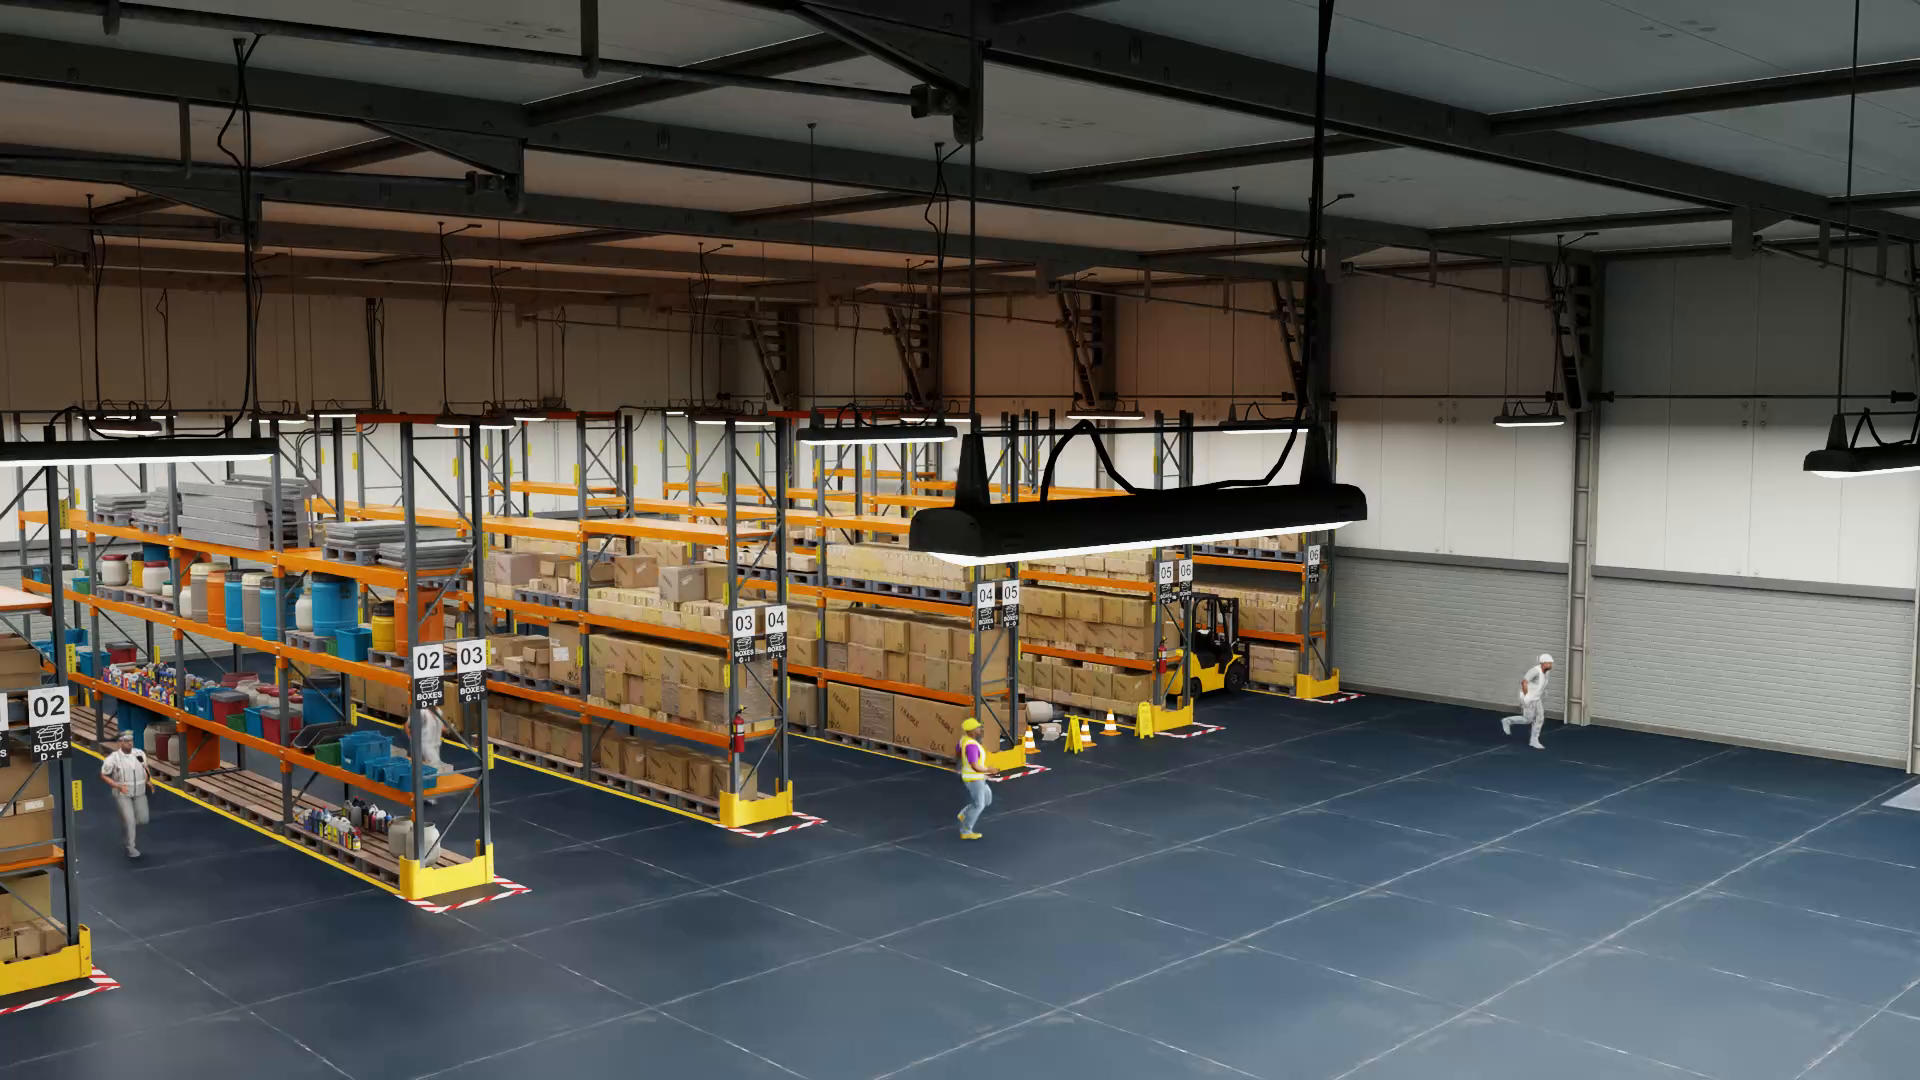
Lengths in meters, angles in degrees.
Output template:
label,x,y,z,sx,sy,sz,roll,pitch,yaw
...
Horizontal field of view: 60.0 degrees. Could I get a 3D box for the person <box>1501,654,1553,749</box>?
label,x,y,z,sx,sy,sz,roll,pitch,yaw
person,10.278,2.887,30.101,0.935,1.721,0.682,4,6,36

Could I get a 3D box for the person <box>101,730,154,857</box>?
label,x,y,z,sx,sy,sz,roll,pitch,yaw
person,-11.497,3.480,22.961,0.603,1.746,0.649,4,6,39

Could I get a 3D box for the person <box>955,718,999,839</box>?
label,x,y,z,sx,sy,sz,roll,pitch,yaw
person,0.248,3.402,23.791,0.582,1.728,0.737,0,5,-5

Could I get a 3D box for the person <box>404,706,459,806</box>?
label,x,y,z,sx,sy,sz,roll,pitch,yaw
person,-8.170,3.227,25.688,0.767,1.791,0.656,2,5,21
